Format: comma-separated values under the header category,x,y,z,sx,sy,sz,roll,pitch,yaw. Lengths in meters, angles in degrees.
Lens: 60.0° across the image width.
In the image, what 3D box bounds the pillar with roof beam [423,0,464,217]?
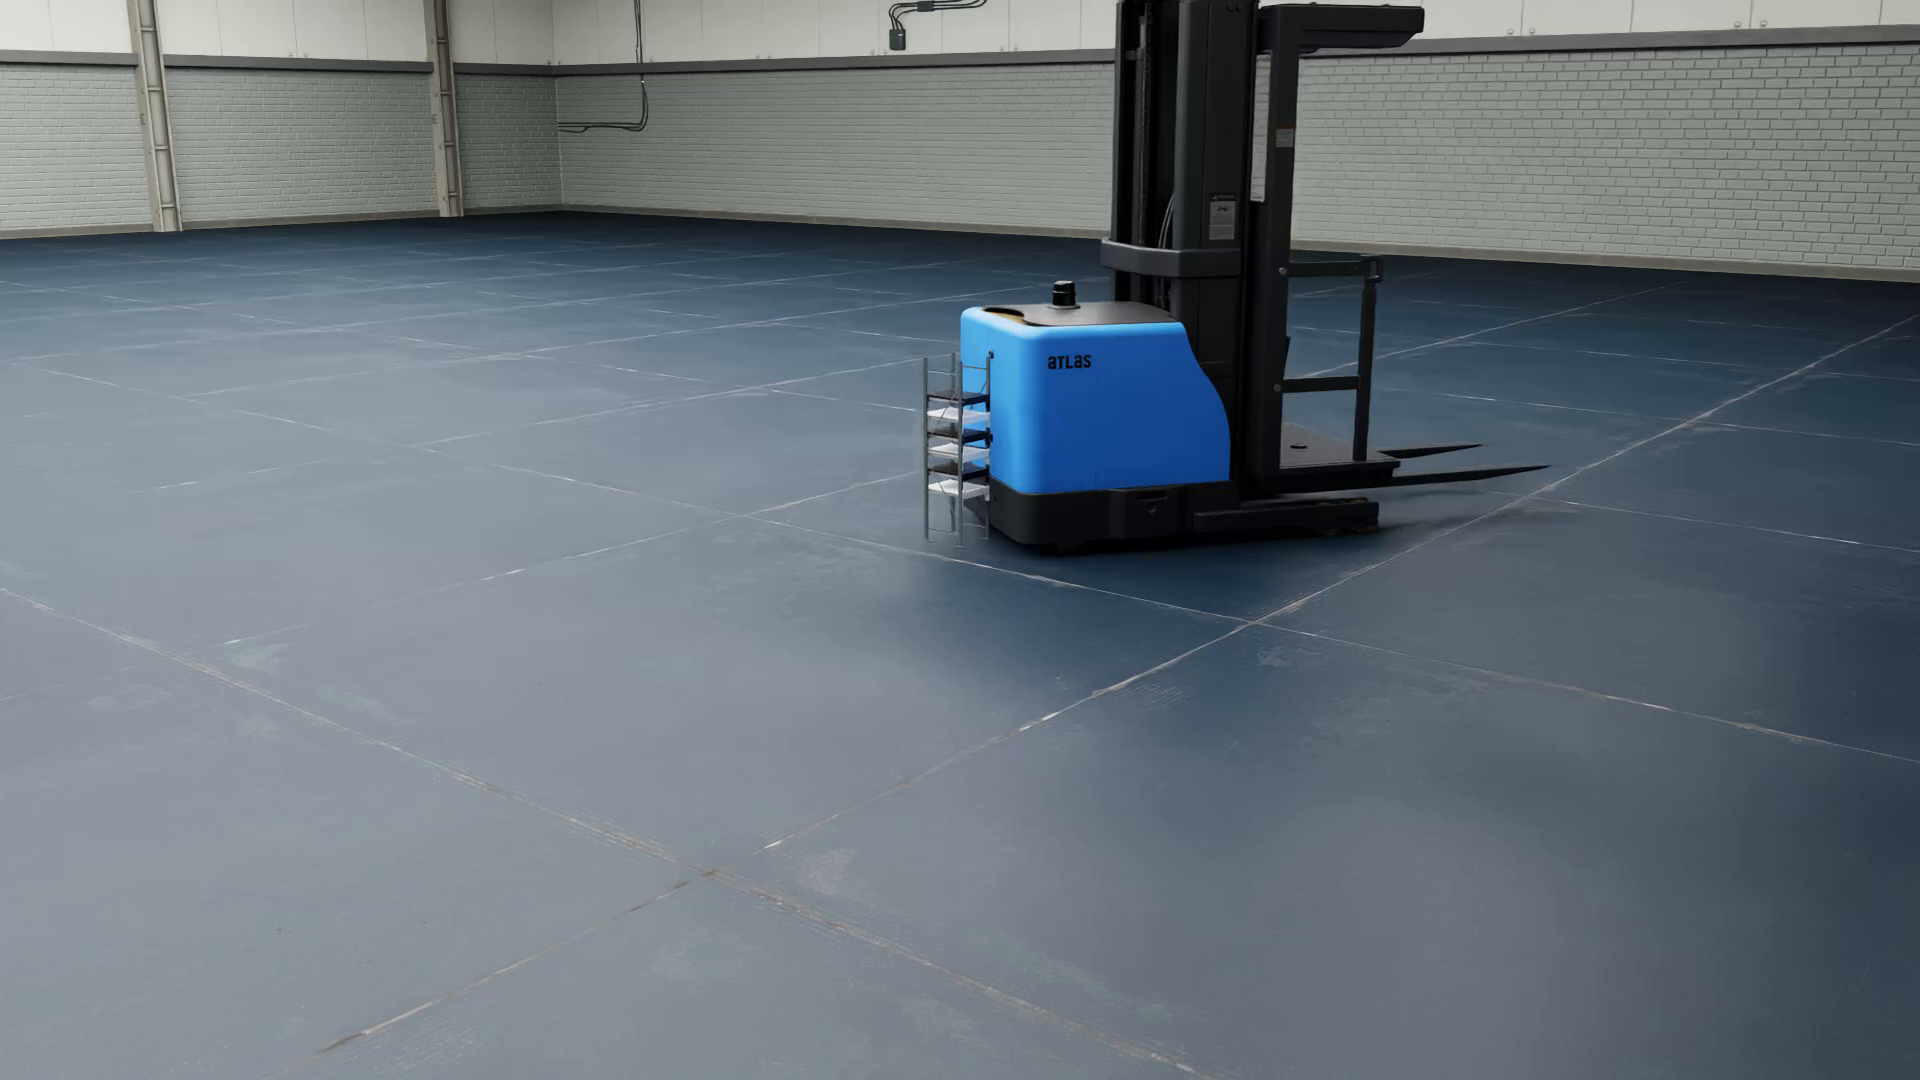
category,x,y,z,sx,sy,sz,roll,pitch,yaw
pillar with roof beam,-7.271,-10.457,31.010,9.100,9.000,0.400,11,18,38

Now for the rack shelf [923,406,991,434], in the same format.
category,x,y,z,sx,sy,sz,roll,pitch,yaw
rack shelf,-0.016,-0.576,7.968,0.258,0.077,0.200,12,19,39

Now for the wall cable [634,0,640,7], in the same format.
category,x,y,z,sx,sy,sz,roll,pitch,yaw
wall cable,-5.636,-12.007,33.160,3.097,2.526,0.112,11,18,38

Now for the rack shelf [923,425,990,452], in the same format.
category,x,y,z,sx,sy,sz,roll,pitch,yaw
rack shelf,-0.016,-0.489,7.991,0.258,0.077,0.200,12,19,39

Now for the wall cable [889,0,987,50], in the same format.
category,x,y,z,sx,sy,sz,roll,pitch,yaw
wall cable,-0.366,-11.659,28.834,2.305,6.003,0.169,11,18,38

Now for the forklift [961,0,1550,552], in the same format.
category,x,y,z,sx,sy,sz,roll,pitch,yaw
forklift,1.566,-1.559,8.307,3.031,2.935,1.130,-5,15,-17

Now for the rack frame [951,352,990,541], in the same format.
category,x,y,z,sx,sy,sz,roll,pitch,yaw
rack frame,0.051,-0.453,8.079,0.240,0.900,0.006,12,19,39

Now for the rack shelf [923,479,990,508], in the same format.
category,x,y,z,sx,sy,sz,roll,pitch,yaw
rack shelf,-0.015,-0.227,8.057,0.258,0.077,0.200,12,19,39

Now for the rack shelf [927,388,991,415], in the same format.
category,x,y,z,sx,sy,sz,roll,pitch,yaw
rack shelf,-0.016,-0.664,7.946,0.258,0.077,0.200,12,19,39

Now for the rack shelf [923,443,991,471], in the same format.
category,x,y,z,sx,sy,sz,roll,pitch,yaw
rack shelf,-0.016,-0.402,8.013,0.258,0.077,0.200,12,19,39

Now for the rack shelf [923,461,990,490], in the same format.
category,x,y,z,sx,sy,sz,roll,pitch,yaw
rack shelf,-0.015,-0.315,8.035,0.258,0.077,0.200,12,19,39

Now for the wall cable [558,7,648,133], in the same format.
category,x,y,z,sx,sy,sz,roll,pitch,yaw
wall cable,-7.740,-9.978,35.430,3.097,2.526,0.112,11,18,38

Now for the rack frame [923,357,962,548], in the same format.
category,x,y,z,sx,sy,sz,roll,pitch,yaw
rack frame,-0.082,-0.415,7.930,0.240,0.900,0.006,12,19,39

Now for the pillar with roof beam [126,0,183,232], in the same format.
category,x,y,z,sx,sy,sz,roll,pitch,yaw
pillar with roof beam,-11.042,-9.308,26.487,9.100,9.000,0.400,11,18,38

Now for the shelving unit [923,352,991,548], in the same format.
category,x,y,z,sx,sy,sz,roll,pitch,yaw
shelving unit,-0.016,-0.434,8.005,0.258,0.900,0.210,12,19,39
